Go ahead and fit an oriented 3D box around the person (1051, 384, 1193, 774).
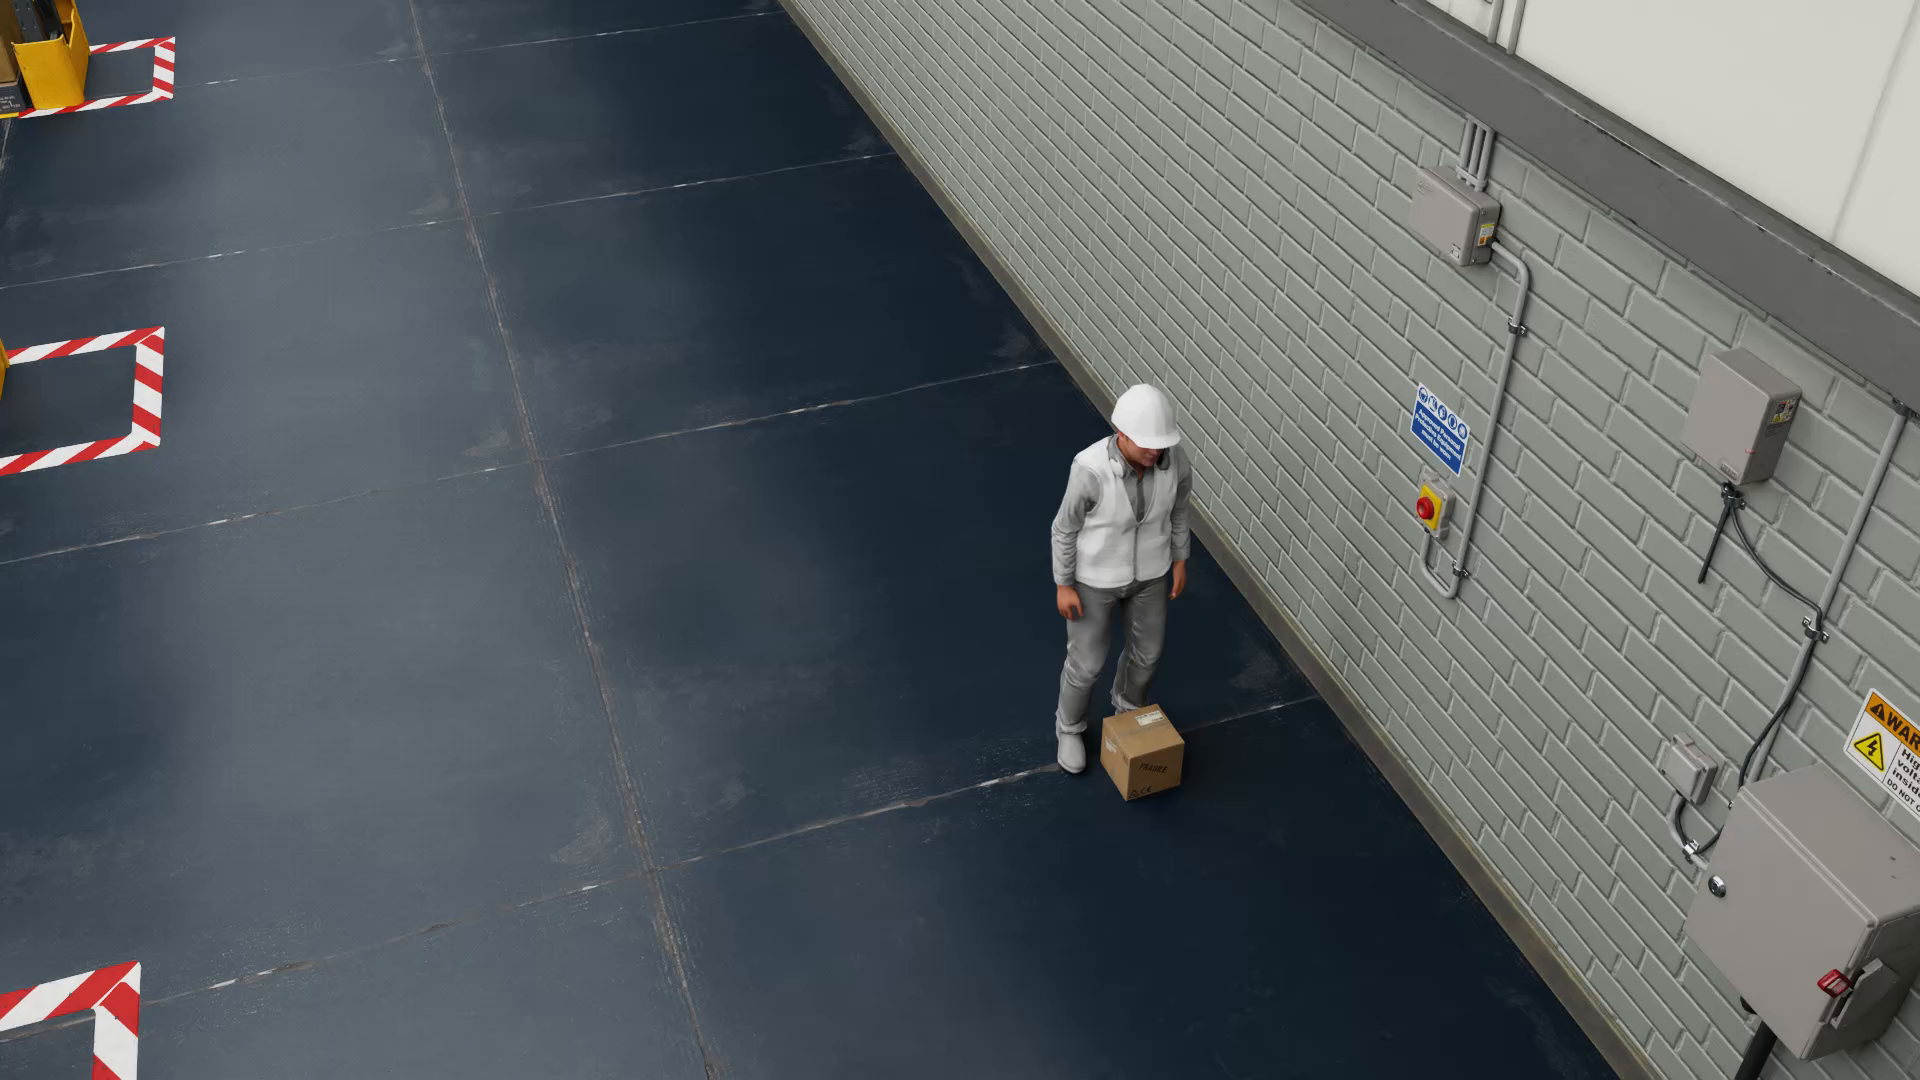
[{"bbox_3d":[0.639,0.128,6.595,0.580,1.771,0.461,-12,39,-16],"label":"person"}]
